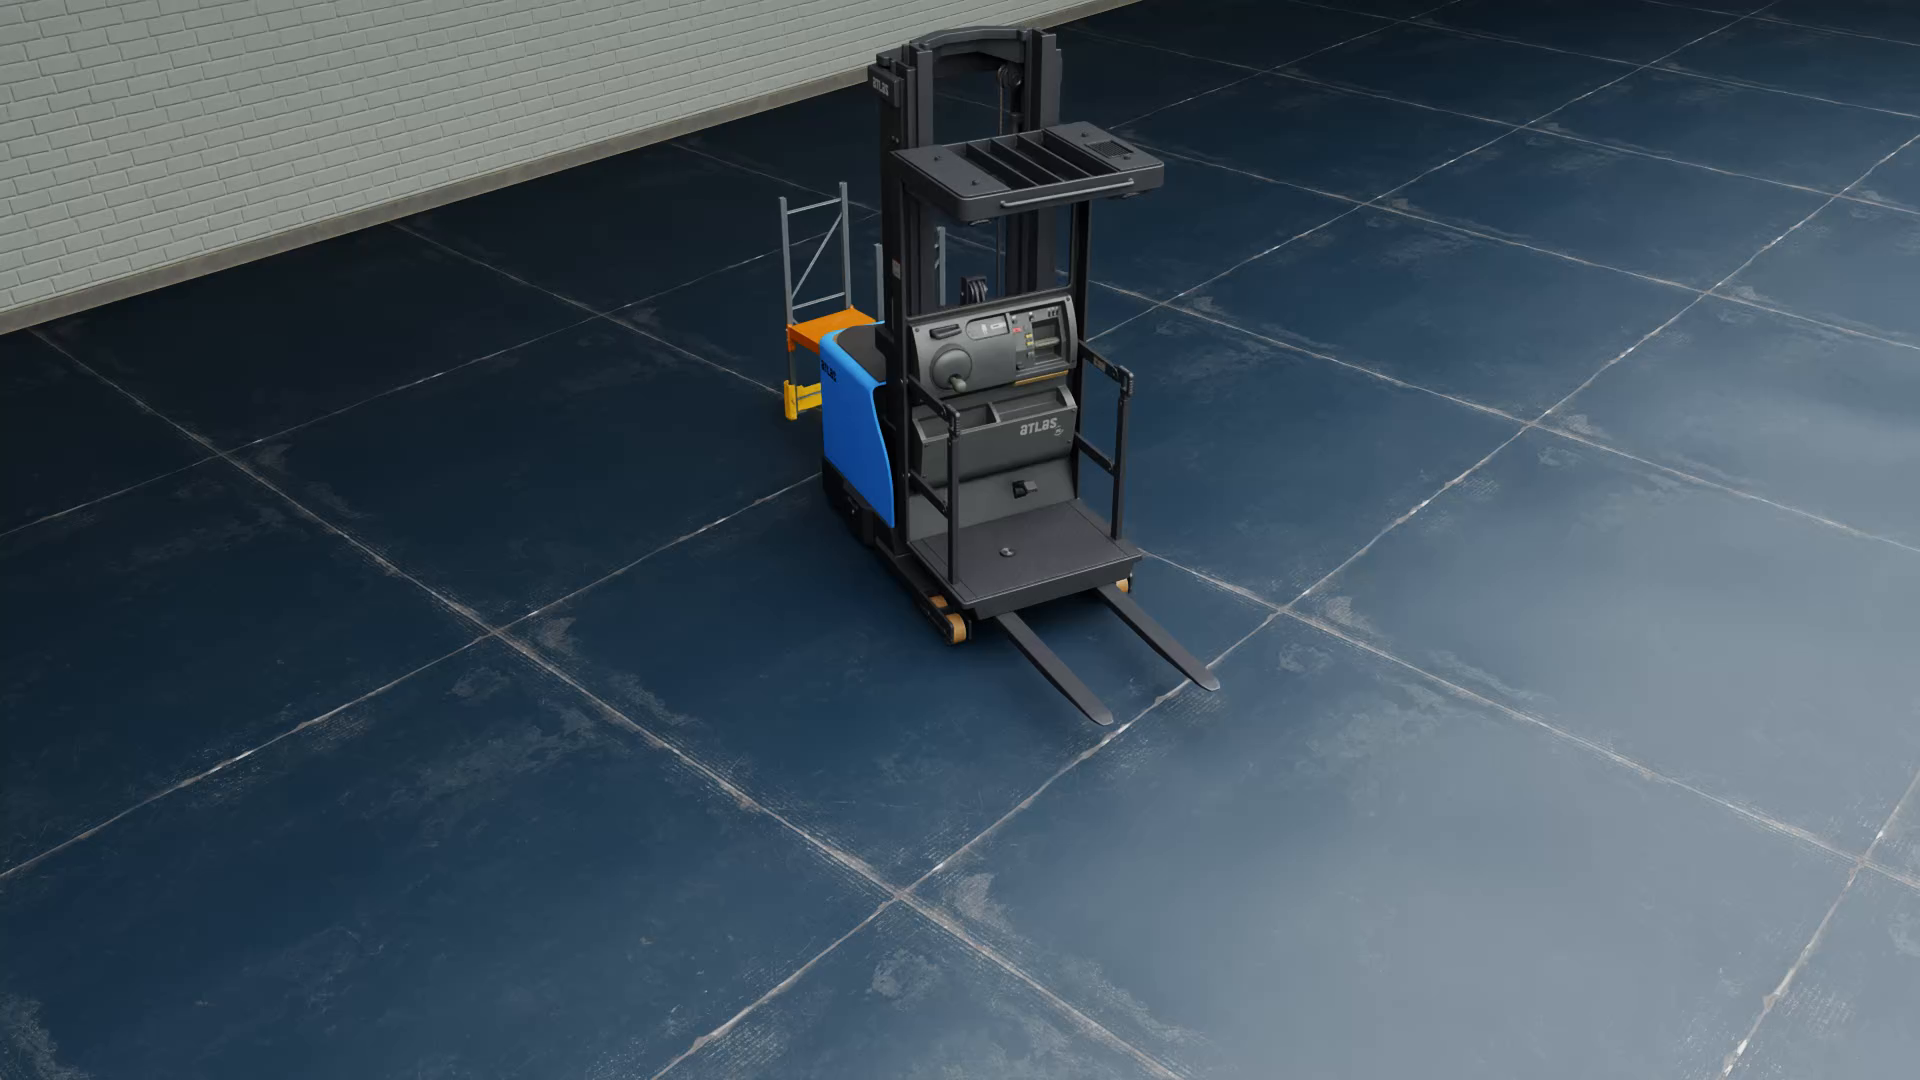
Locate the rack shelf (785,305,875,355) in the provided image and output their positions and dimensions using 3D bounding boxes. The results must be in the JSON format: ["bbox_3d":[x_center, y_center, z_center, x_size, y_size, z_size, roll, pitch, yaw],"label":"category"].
[{"bbox_3d":[-0.611,-1.192,10.569,0.538,0.185,1.000,-22,37,-32],"label":"rack shelf"}]

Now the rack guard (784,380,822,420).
[{"bbox_3d":[-0.912,-1.009,11.129,0.587,0.250,0.087,-22,37,-32],"label":"rack guard"}]

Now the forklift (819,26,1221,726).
[{"bbox_3d":[0.285,-0.966,8.457,1.130,2.935,3.031,-15,34,-23],"label":"forklift"}]

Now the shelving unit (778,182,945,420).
[{"bbox_3d":[-0.605,-1.343,10.470,0.587,1.500,1.083,-22,37,-32],"label":"shelving unit"}]

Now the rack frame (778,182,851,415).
[{"bbox_3d":[-0.924,-1.553,10.819,0.500,1.500,0.032,-22,37,-32],"label":"rack frame"}]

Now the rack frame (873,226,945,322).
[{"bbox_3d":[-0.297,-1.140,10.134,0.500,1.500,0.032,-22,37,-32],"label":"rack frame"}]
